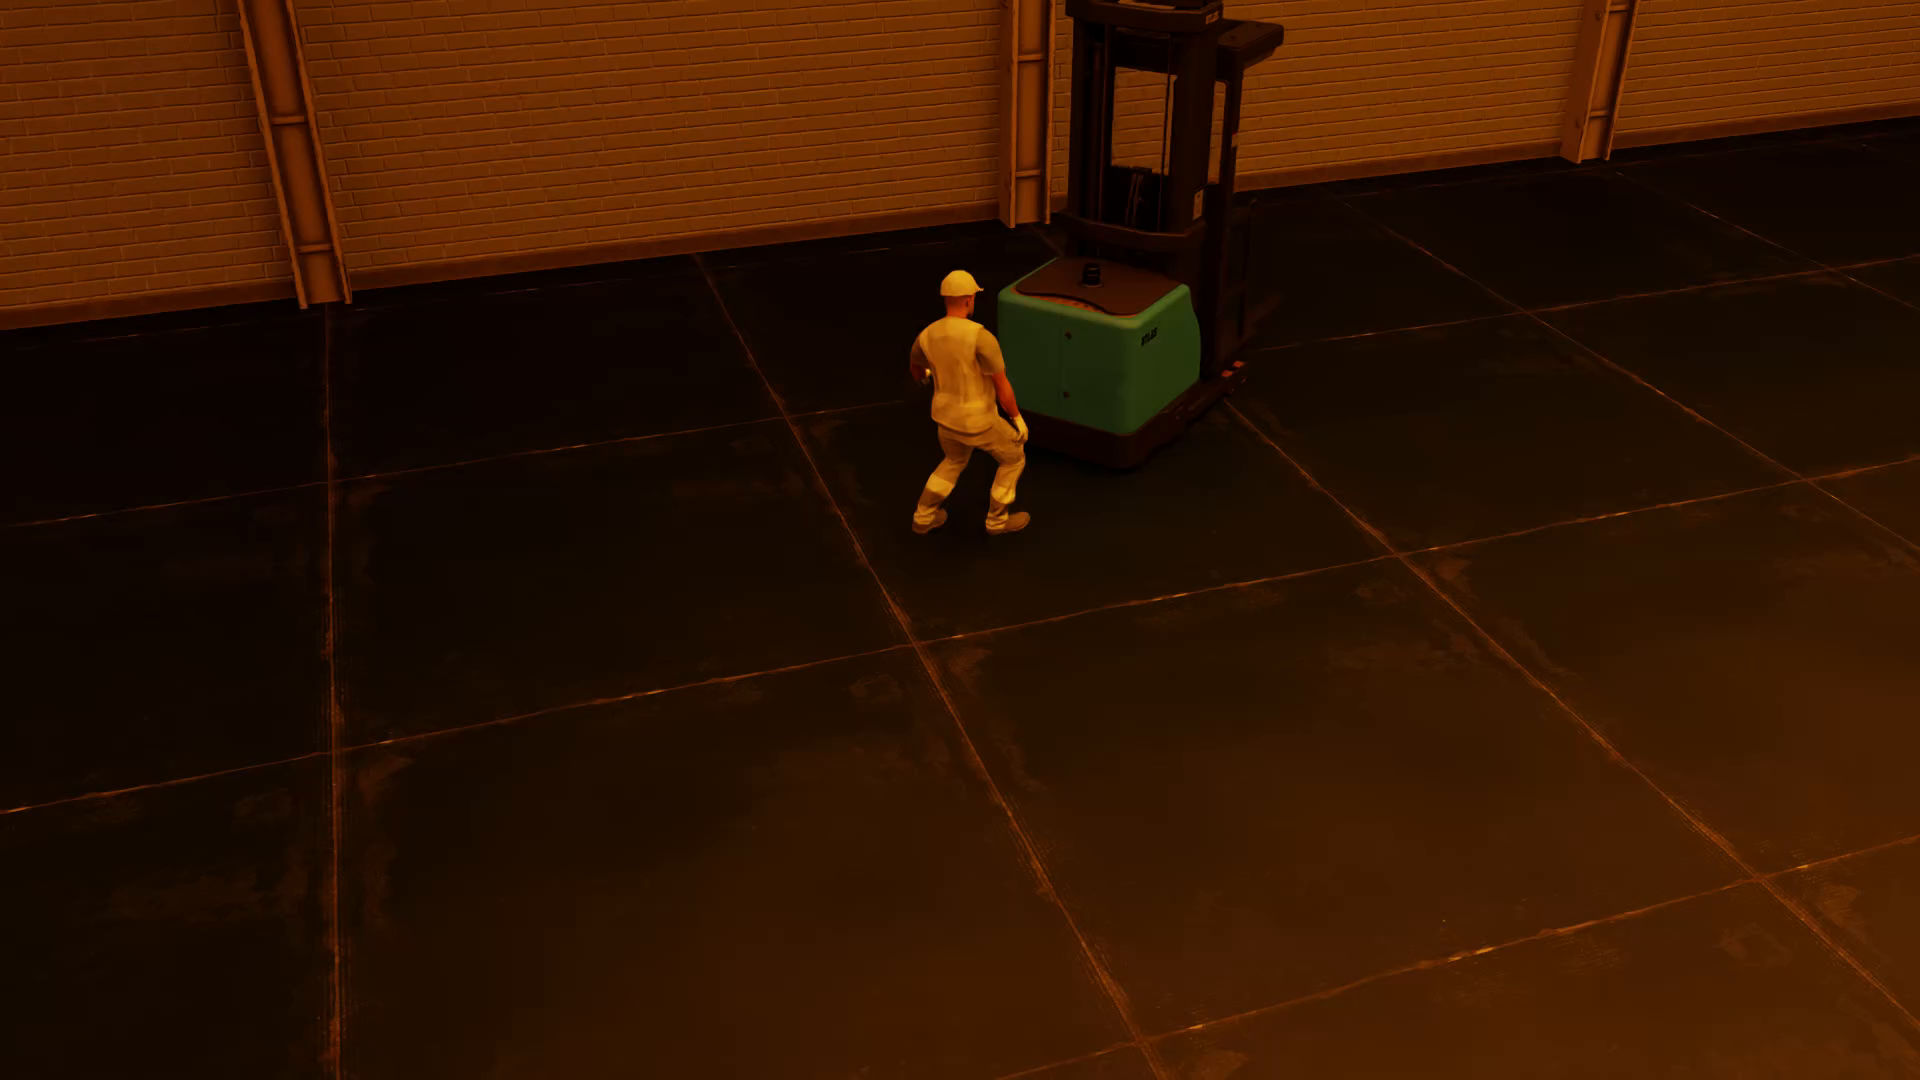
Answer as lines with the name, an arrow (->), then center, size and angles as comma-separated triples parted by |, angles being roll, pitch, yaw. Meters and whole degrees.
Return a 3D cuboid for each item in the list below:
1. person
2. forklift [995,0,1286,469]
person -> 0.034, -0.785, 9.775 | 0.941, 1.685, 0.540 | 19, 35, 30
forklift -> 1.434, -2.423, 11.299 | 1.130, 2.935, 3.031 | 17, 34, 27
